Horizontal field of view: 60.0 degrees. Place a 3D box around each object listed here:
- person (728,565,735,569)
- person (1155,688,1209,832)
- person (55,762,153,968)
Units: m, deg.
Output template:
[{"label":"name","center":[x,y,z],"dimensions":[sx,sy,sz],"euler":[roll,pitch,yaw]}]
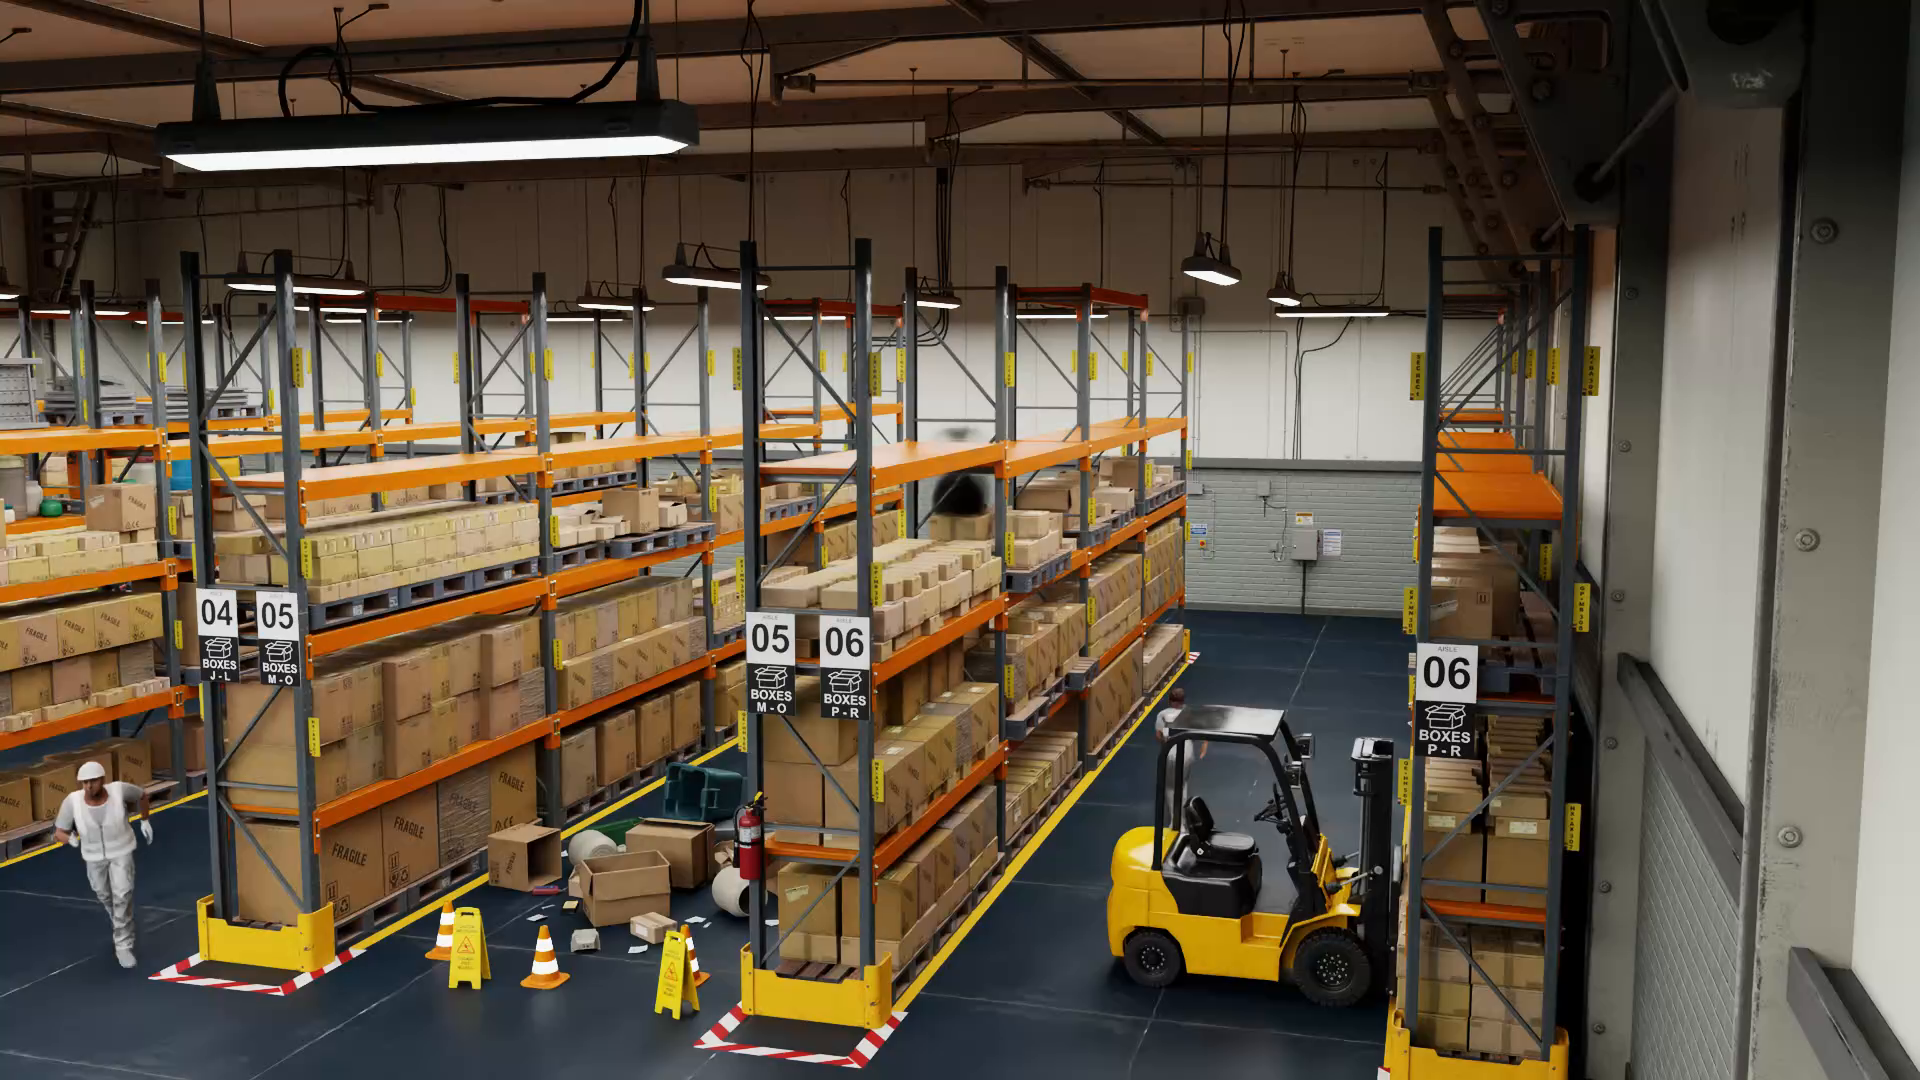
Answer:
[{"label":"person","center":[-3.768,1.266,27.554],"dimensions":[0.600,1.674,0.855],"euler":[2,7,14]},{"label":"person","center":[2.432,2.397,18.204],"dimensions":[0.592,1.502,0.767],"euler":[1,6,5]},{"label":"person","center":[-7.310,2.722,14.247],"dimensions":[0.701,1.770,1.005],"euler":[-2,7,-13]}]
